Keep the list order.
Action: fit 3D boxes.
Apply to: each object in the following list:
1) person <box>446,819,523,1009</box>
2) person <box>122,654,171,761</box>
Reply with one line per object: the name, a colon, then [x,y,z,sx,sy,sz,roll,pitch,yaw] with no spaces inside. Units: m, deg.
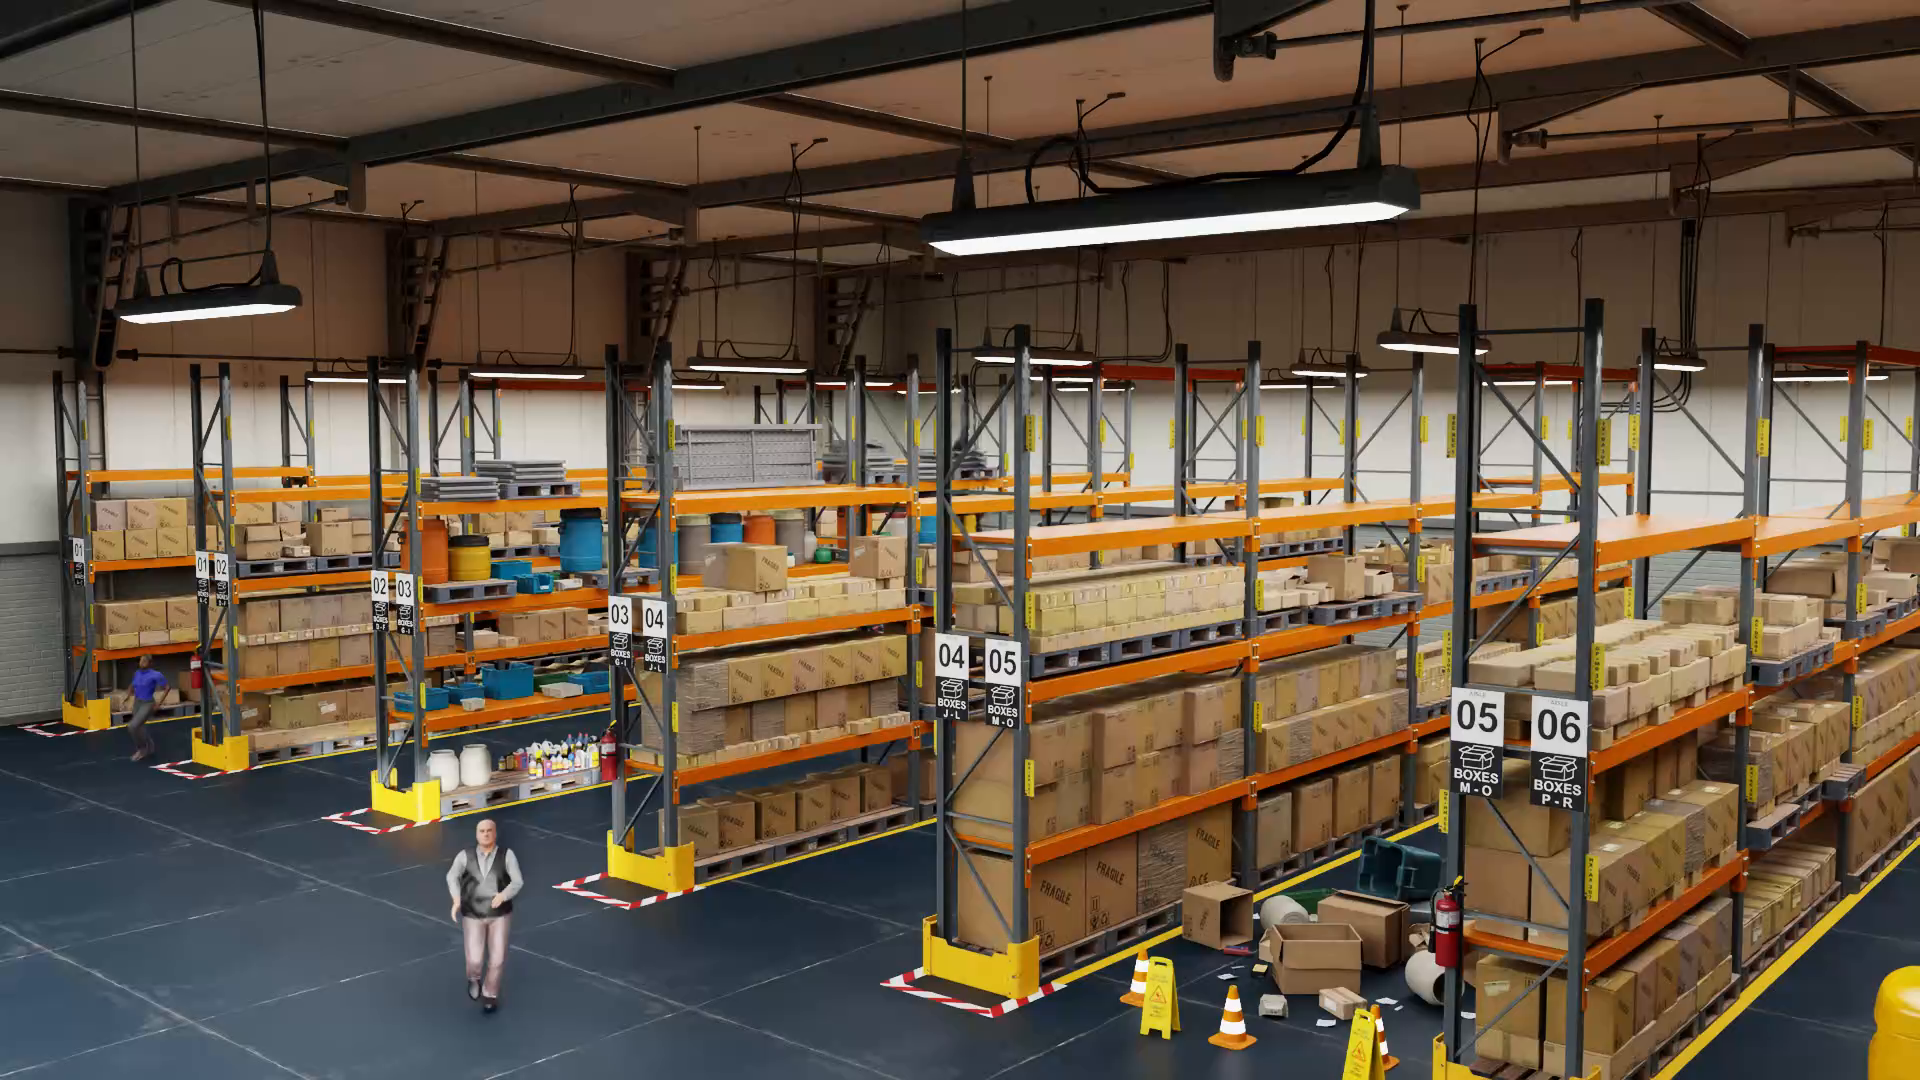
person: [-4.122,3.277,14.453,0.645,1.677,0.577,-1,4,-17]
person: [-12.385,2.543,25.258,0.650,1.635,0.630,2,5,24]
